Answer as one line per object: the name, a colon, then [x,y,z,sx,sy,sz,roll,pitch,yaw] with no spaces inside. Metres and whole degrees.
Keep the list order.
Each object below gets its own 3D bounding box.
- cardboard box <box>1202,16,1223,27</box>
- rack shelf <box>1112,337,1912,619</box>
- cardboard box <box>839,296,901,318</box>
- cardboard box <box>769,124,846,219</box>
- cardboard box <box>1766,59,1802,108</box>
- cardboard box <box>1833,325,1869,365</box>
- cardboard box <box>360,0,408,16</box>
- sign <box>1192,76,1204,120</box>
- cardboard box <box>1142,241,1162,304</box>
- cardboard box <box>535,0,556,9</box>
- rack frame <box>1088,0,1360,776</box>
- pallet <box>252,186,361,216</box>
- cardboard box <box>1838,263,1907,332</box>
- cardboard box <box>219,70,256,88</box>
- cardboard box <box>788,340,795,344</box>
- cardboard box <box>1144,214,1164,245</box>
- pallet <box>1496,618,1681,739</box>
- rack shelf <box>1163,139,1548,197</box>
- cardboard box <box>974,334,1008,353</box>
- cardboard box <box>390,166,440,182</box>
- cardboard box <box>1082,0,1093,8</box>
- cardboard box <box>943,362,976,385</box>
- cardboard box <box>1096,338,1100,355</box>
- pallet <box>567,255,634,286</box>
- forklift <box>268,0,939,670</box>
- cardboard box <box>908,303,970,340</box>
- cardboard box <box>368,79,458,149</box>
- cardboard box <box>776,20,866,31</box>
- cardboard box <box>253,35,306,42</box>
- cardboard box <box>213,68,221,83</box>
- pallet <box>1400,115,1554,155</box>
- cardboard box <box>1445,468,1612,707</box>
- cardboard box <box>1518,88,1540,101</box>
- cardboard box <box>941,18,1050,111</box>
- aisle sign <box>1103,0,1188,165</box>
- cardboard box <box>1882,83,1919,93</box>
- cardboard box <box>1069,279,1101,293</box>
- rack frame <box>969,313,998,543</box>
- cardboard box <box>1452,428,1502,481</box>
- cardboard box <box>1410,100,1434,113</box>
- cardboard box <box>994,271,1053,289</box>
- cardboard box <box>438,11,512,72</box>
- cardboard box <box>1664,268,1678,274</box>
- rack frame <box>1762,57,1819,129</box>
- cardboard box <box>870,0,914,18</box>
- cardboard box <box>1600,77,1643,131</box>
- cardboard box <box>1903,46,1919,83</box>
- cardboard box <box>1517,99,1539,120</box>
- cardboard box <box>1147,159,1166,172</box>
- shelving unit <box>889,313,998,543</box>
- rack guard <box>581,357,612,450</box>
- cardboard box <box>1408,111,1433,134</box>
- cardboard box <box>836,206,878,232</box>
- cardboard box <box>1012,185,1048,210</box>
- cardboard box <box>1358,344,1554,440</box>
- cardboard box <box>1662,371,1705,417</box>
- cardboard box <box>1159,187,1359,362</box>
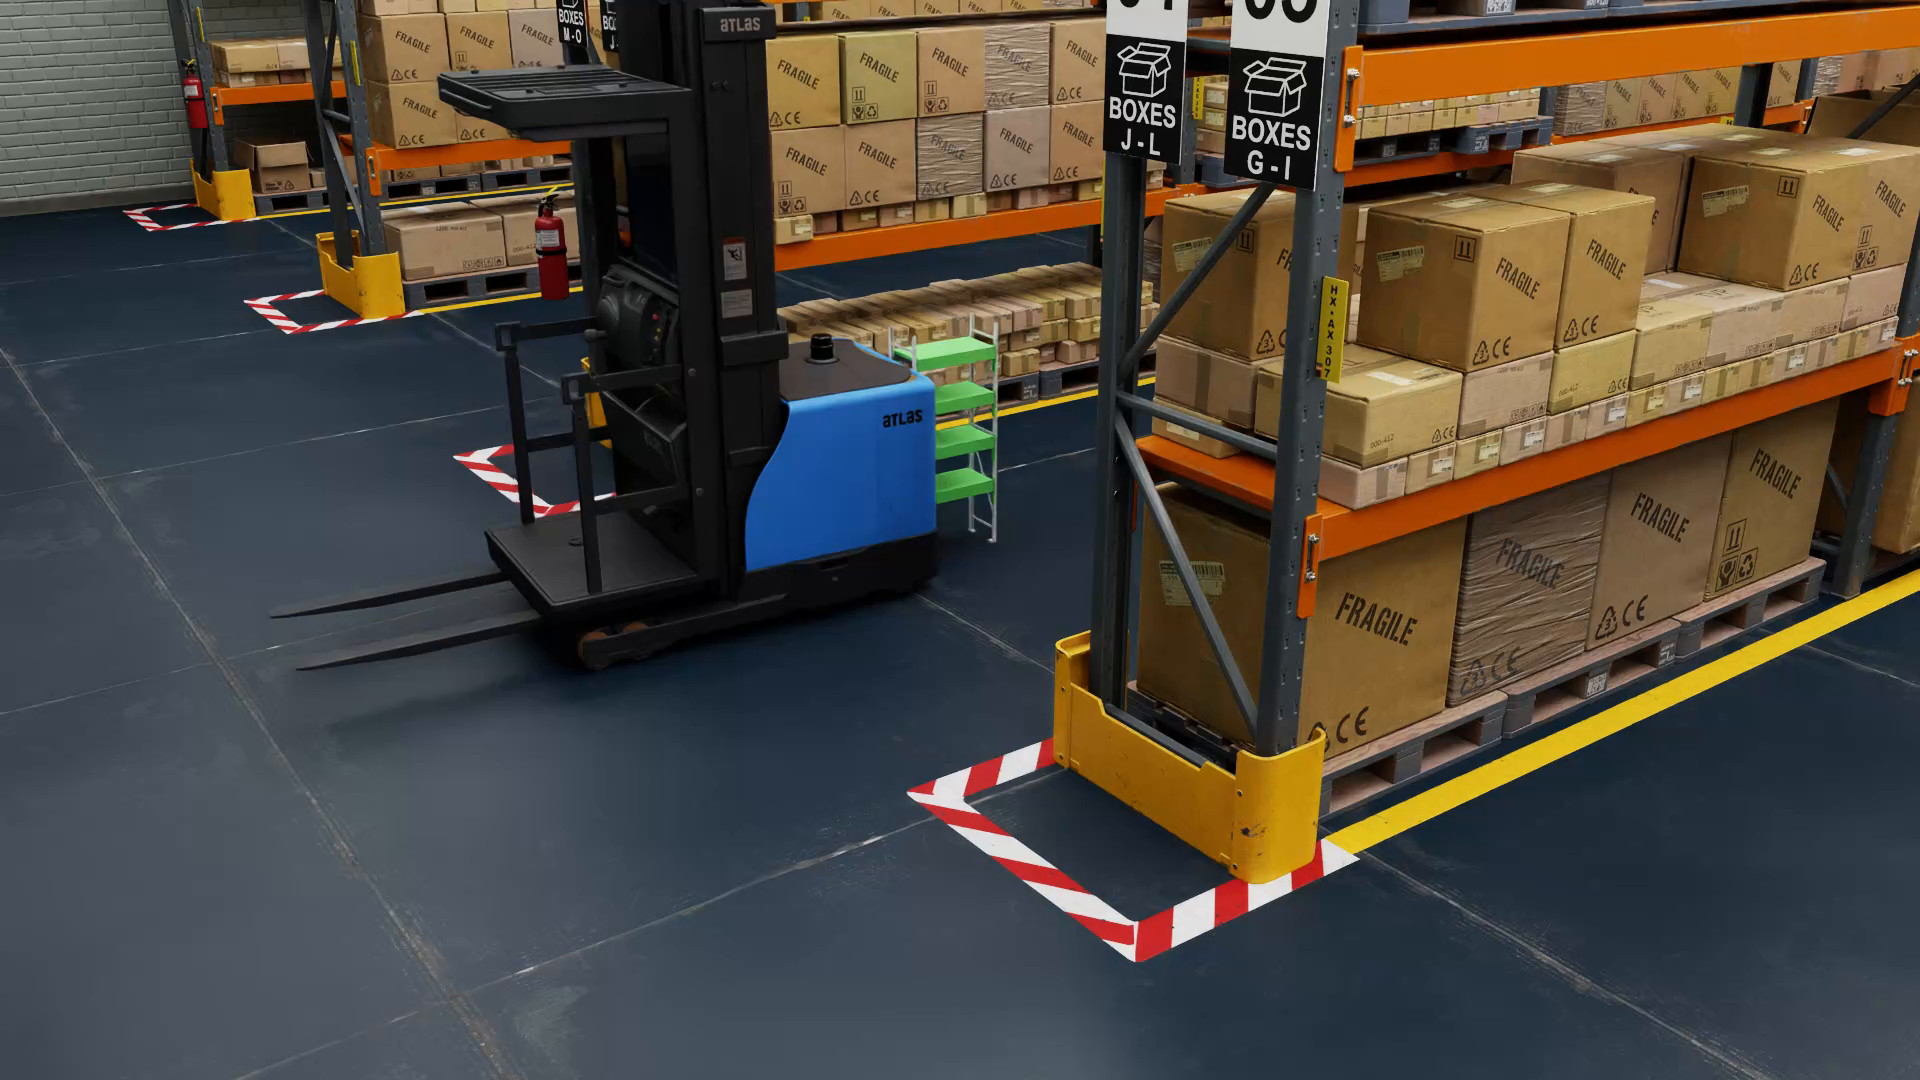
cardboard box: [2.475,-5.624,17.839,0.500,0.500,0.500,-13,25,-30]
rack shelf: [2.473,-0.487,7.040,4.000,0.370,1.077,-15,26,-33]
cardboard box: [-0.599,-1.507,11.104,0.250,0.149,0.380,-16,27,-35]
cardboard box: [-1.020,-2.225,9.888,0.500,0.500,0.500,-15,26,-33]
cardboard box: [7.508,-4.353,15.622,0.500,0.500,0.500,-15,26,-33]
cardboard box: [3.831,-0.917,7.486,0.250,0.149,0.380,-14,26,-32]
cardboard box: [-4.489,-4.175,12.953,0.250,0.149,0.380,-14,26,-32]
sign: [1.604,-3.009,11.221,0.005,0.325,0.100,-15,26,-33]
cardboard box: [1.735,-2.038,12.763,0.500,0.500,0.500,-16,26,-34]
cardboard box: [-3.427,-4.452,13.646,0.250,0.149,0.380,-15,26,-32]
rack frame: [0.849,-0.388,5.822,0.127,3.000,1.000,-15,26,-33]
pallet: [-7.132,-3.756,18.025,1.213,0.211,1.003,-15,26,-33]
cardboard box: [3.891,-1.148,7.527,0.500,0.250,0.500,-15,26,-34]
cardboard box: [-7.413,-4.734,17.052,0.250,0.149,0.380,-15,26,-33]
cardboard box: [-1.188,-1.157,10.225,0.250,0.149,0.380,-14,26,-32]
cardboard box: [1.738,-2.388,12.627,0.500,0.250,0.500,-16,27,-34]
pallet: [2.442,0.448,7.490,1.213,0.211,1.003,-15,26,-33]
rack shelf: [2.905,-2.867,13.004,4.000,0.370,1.077,-15,26,-33]
cardboard box: [0.106,-1.350,11.111,0.250,0.149,0.380,-16,27,-35]
cardboard box: [-6.084,-4.258,18.325,0.500,0.500,0.500,-14,26,-32]
cardboard box: [1.288,-5.421,16.952,0.500,0.500,0.500,-16,27,-34]
cardboard box: [-0.106,-1.129,10.959,0.250,0.149,0.380,-15,26,-33]
cardboard box: [0.902,-1.421,11.689,0.250,0.149,0.380,-14,26,-31]
pallet: [-3.346,-2.534,14.961,1.213,0.211,1.003,-15,26,-33]
forklift: [-1.636,-1.005,7.461,3.031,2.935,1.130,-12,25,-28]
cardboard box: [-0.137,-1.435,10.922,0.250,0.149,0.380,-15,26,-33]
cardboard box: [-4.381,-3.434,13.319,0.500,0.500,0.500,-15,26,-33]
cardboard box: [-0.911,-2.950,10.357,0.500,0.500,0.500,-13,25,-30]
cardboard box: [-7.203,-5.221,17.735,0.500,0.250,0.500,-15,26,-33]
cardboard box: [-7.728,-4.898,17.463,0.250,0.149,0.380,-15,26,-33]
pallet: [4.012,-3.359,13.525,1.003,0.211,1.213,-15,26,-33]
cardboard box: [2.061,0.044,7.039,0.875,0.875,0.875,-15,26,-33]
cardboard box: [4.393,-3.607,13.258,0.250,0.149,0.380,-14,26,-32]
cardboard box: [0.217,-3.014,10.517,0.500,0.500,0.500,-14,26,-31]
aisle sign: [0.615,-1.670,5.527,0.004,0.787,0.394,-15,26,-33]
cardboard box: [5.174,-2.052,8.504,0.637,0.503,0.797,-15,26,-32]
cardboard box: [0.960,-1.693,11.569,0.250,0.149,0.380,-15,26,-32]
rack frame: [0.121,-0.578,8.726,0.015,1.200,0.240,-14,26,-31]
cardboard box: [1.745,-0.361,6.092,0.250,0.149,0.380,-16,27,-34]
cardboard box: [3.347,-3.327,12.557,0.250,0.149,0.380,-14,26,-32]
cardboard box: [0.446,-1.792,11.817,0.250,0.149,0.380,-15,26,-34]
cardboard box: [-3.967,-4.013,13.421,0.500,0.500,0.500,-16,27,-34]
cardboard box: [3.155,-1.194,7.641,0.500,0.250,0.500,-15,26,-33]
rack frame: [7.775,-4.500,16.126,0.127,3.000,1.000,-15,26,-33]
cardboard box: [-0.770,-4.874,15.578,0.500,0.500,0.500,-15,26,-33]
cardboard box: [5.461,-3.807,14.255,0.500,0.500,0.500,-15,26,-33]
cardboard box: [9.380,-5.005,17.190,0.500,0.550,0.875,-15,26,-33]
cardboard box: [4.396,-3.467,13.310,0.250,0.149,0.380,-14,26,-32]
cardboard box: [1.054,-2.763,11.237,0.500,0.500,0.500,-15,26,-33]
shelving unit: [-0.082,-0.528,8.601,0.503,1.200,0.258,-14,26,-31]
rack guard: [-1.904,-0.758,10.121,0.348,0.500,1.175,-15,26,-33]
cardboard box: [3.352,-3.191,12.619,0.250,0.149,0.380,-14,26,-31]
cardboard box: [-0.714,-2.016,10.239,0.250,0.149,0.380,-15,26,-33]
cardboard box: [0.362,-2.275,10.888,0.250,0.149,0.380,-16,27,-35]
cardboard box: [1.814,-0.594,6.139,0.500,0.250,0.500,-15,26,-33]
cardboard box: [2.790,-0.640,6.791,0.250,0.149,0.380,-14,26,-32]
cardboard box: [1.091,-0.990,6.118,0.500,0.500,0.500,-15,26,-32]
